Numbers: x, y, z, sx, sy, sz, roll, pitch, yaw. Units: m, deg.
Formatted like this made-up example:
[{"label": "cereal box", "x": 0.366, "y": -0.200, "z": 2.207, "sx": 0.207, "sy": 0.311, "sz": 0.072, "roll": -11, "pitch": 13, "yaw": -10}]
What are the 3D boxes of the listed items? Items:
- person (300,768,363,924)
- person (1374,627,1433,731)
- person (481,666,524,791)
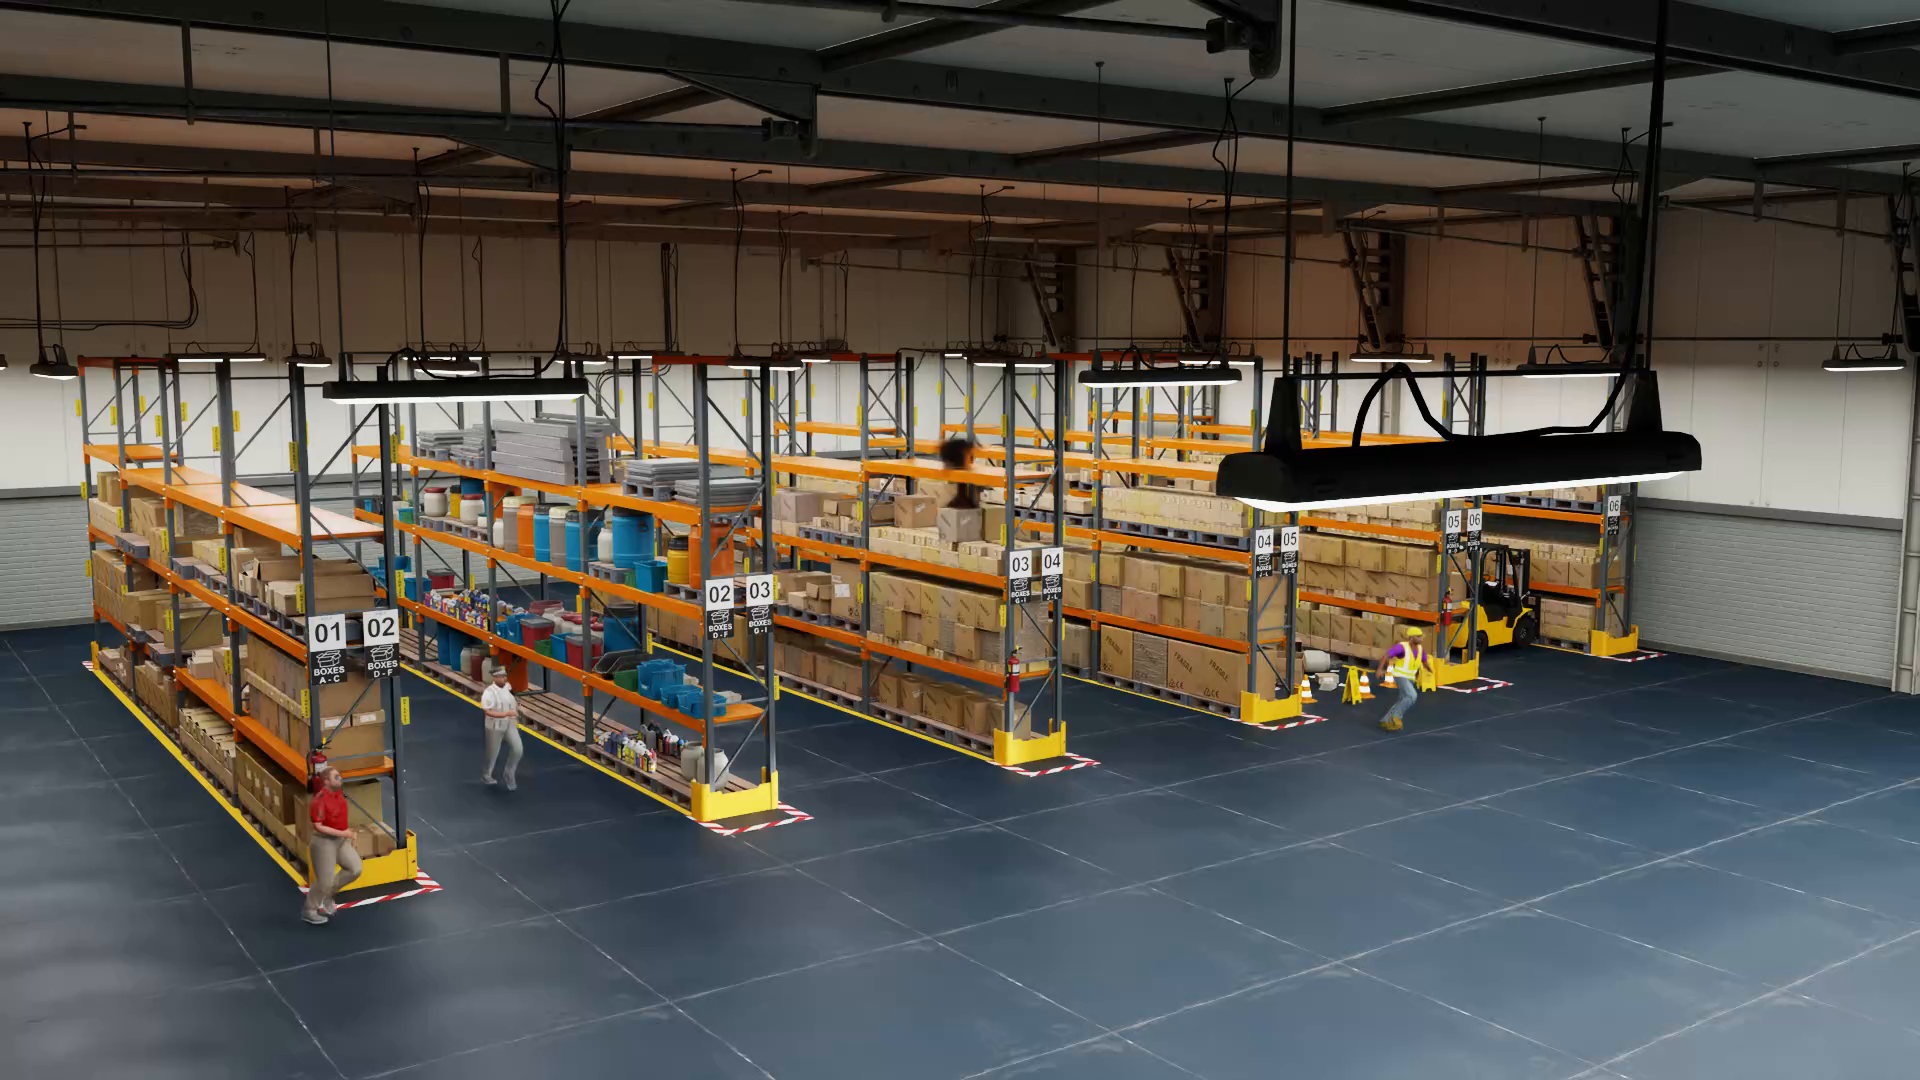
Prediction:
[{"label": "person", "x": -6.807, "y": 3.300, "z": 18.099, "sx": 0.669, "sy": 1.684, "sz": 0.687, "roll": 1, "pitch": 7, "yaw": 9}, {"label": "person", "x": 7.267, "y": 2.254, "z": 26.964, "sx": 0.875, "sy": 1.667, "sz": 0.711, "roll": -6, "pitch": 9, "yaw": -42}, {"label": "person", "x": -6.432, "y": 2.644, "z": 23.318, "sx": 0.832, "sy": 1.818, "sz": 0.617, "roll": 6, "pitch": 9, "yaw": 39}]
